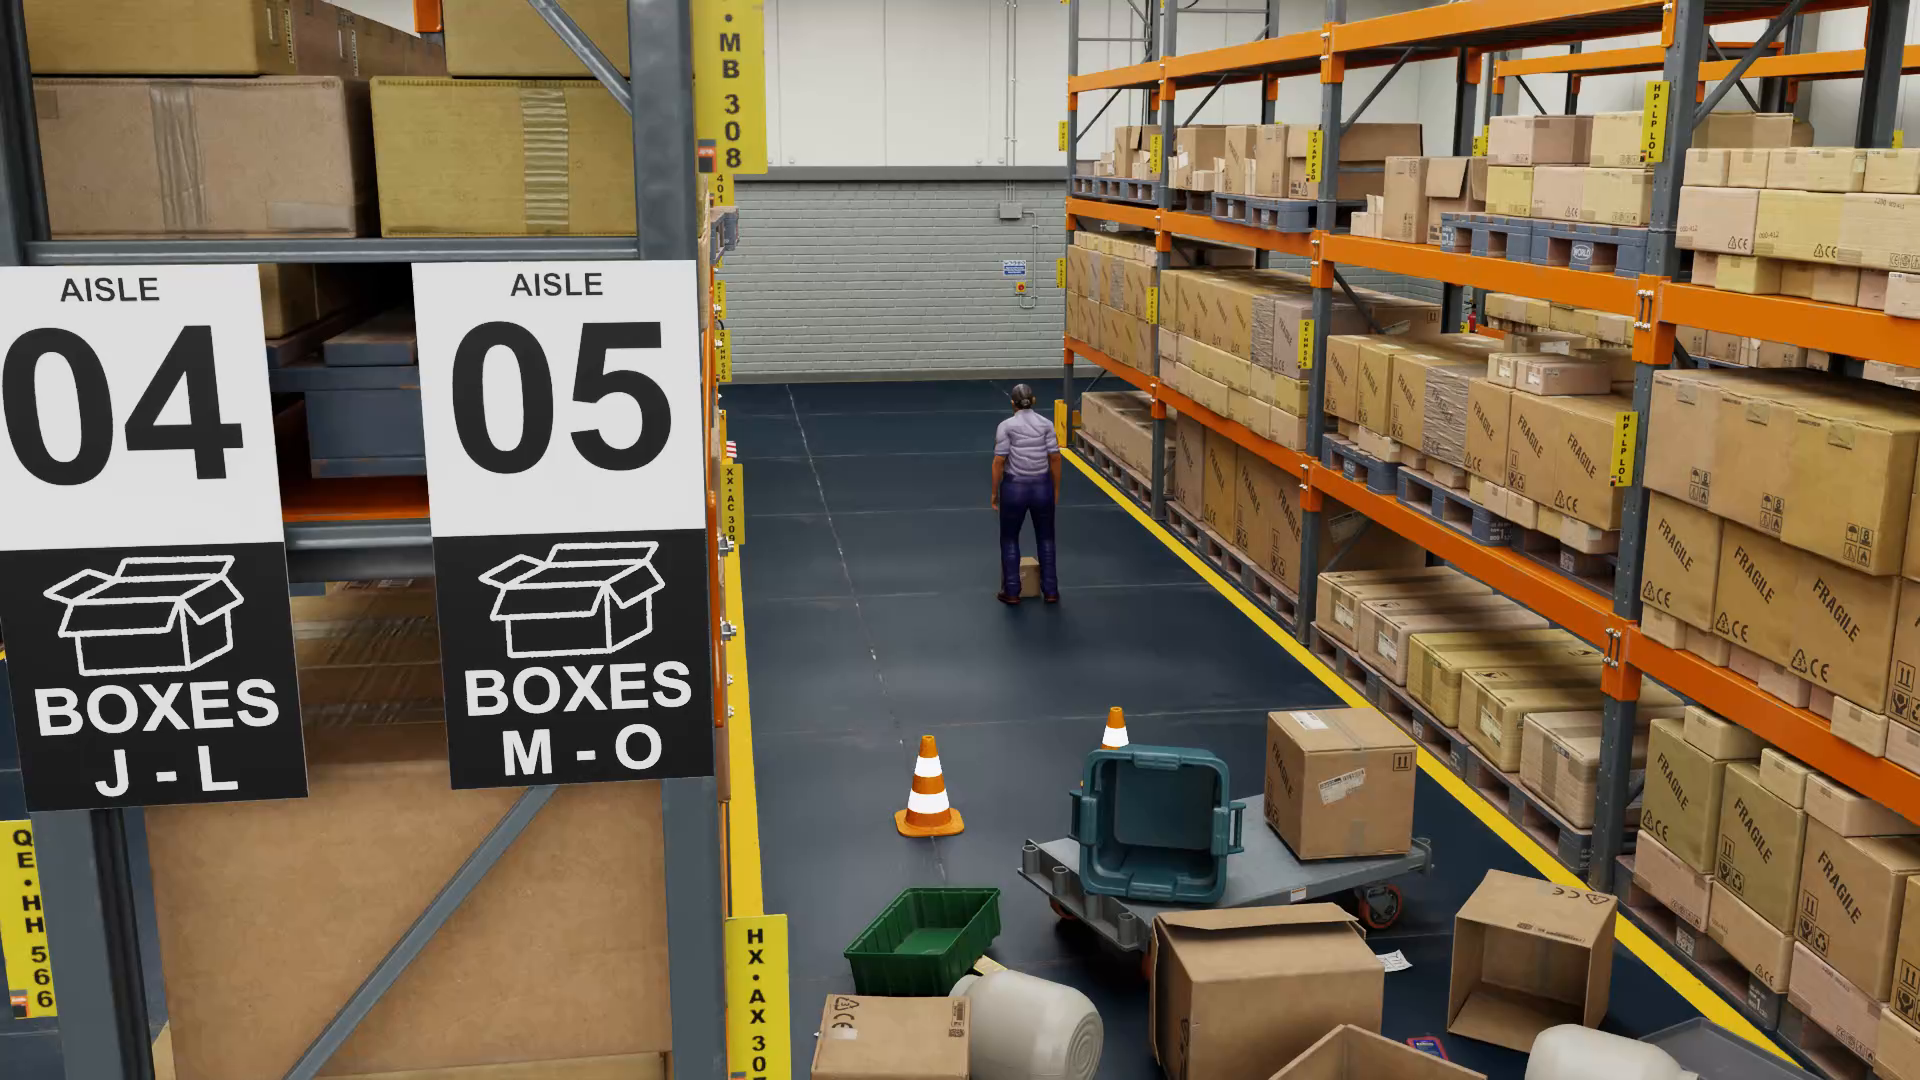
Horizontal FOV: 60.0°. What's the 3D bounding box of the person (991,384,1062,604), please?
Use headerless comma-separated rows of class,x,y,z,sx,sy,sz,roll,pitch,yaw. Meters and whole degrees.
person,0.506,-0.341,12.447,0.558,1.652,0.368,-2,13,-10
